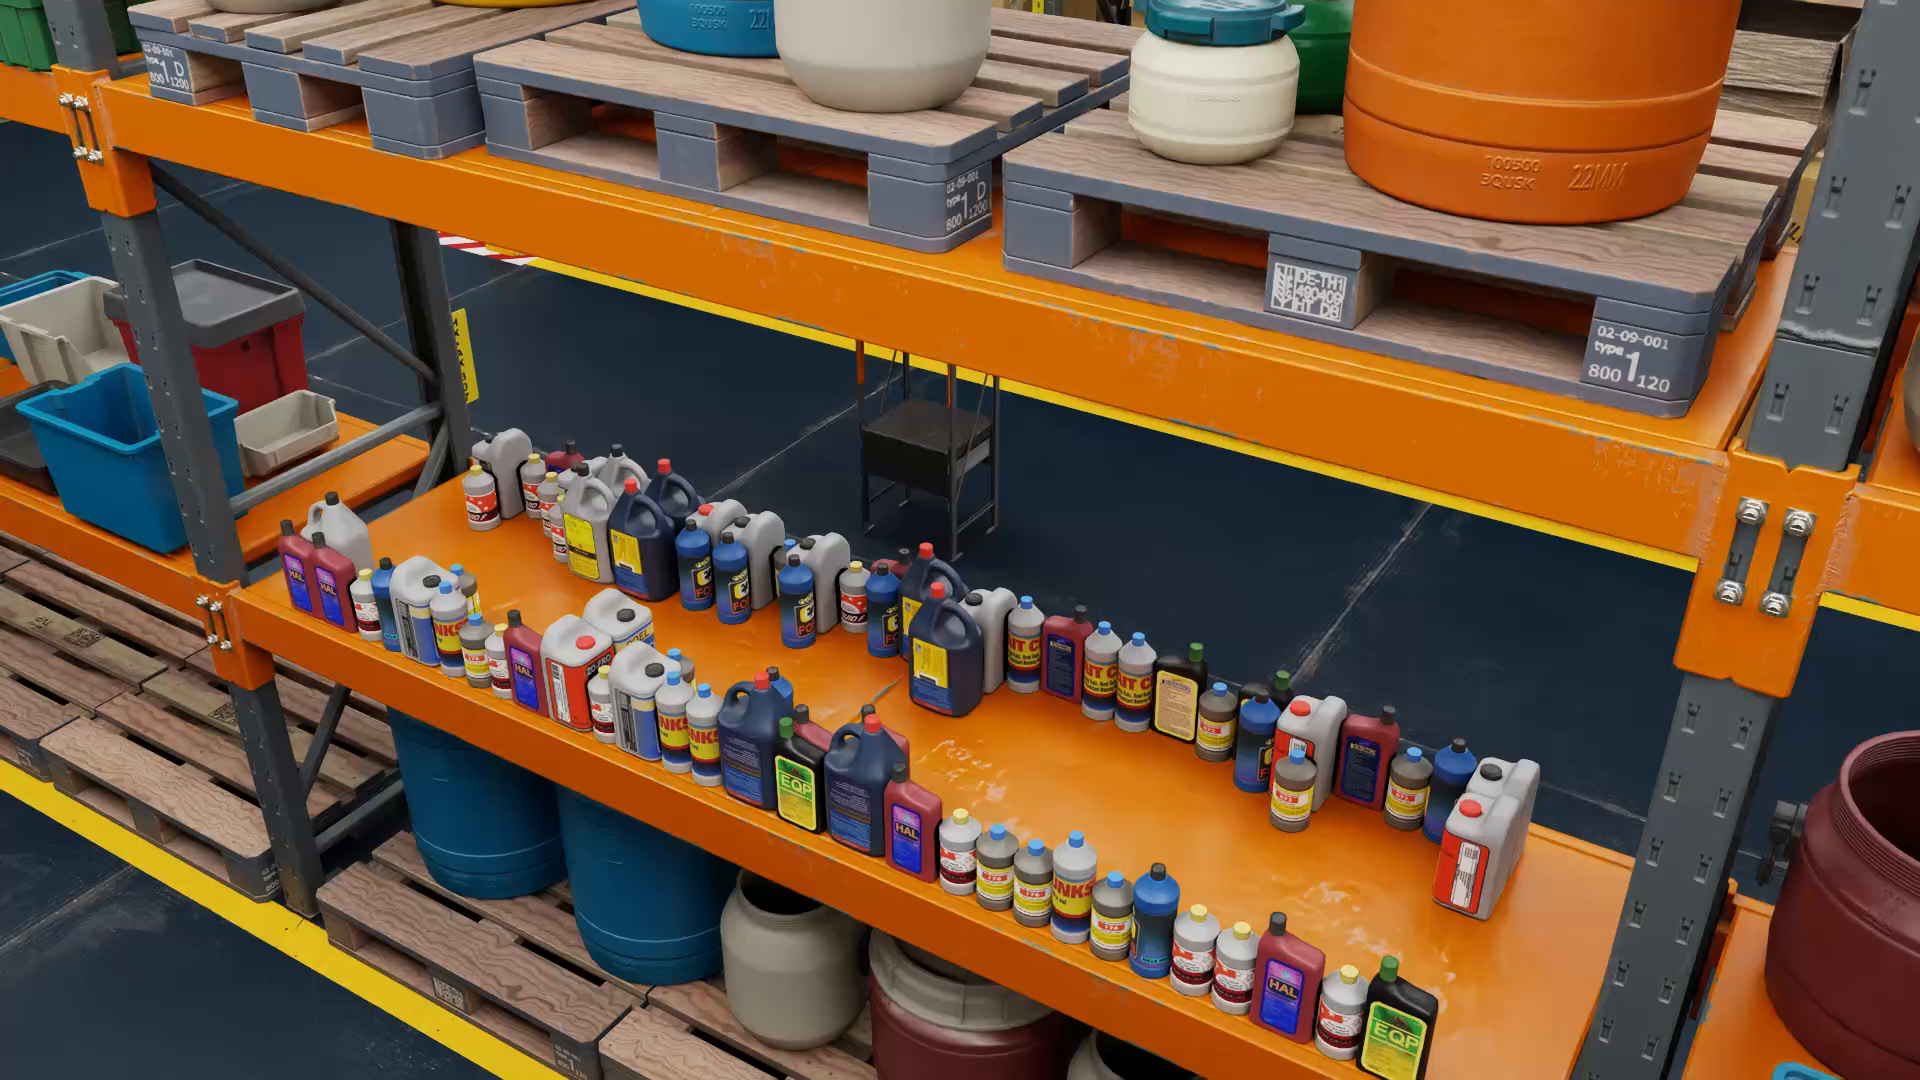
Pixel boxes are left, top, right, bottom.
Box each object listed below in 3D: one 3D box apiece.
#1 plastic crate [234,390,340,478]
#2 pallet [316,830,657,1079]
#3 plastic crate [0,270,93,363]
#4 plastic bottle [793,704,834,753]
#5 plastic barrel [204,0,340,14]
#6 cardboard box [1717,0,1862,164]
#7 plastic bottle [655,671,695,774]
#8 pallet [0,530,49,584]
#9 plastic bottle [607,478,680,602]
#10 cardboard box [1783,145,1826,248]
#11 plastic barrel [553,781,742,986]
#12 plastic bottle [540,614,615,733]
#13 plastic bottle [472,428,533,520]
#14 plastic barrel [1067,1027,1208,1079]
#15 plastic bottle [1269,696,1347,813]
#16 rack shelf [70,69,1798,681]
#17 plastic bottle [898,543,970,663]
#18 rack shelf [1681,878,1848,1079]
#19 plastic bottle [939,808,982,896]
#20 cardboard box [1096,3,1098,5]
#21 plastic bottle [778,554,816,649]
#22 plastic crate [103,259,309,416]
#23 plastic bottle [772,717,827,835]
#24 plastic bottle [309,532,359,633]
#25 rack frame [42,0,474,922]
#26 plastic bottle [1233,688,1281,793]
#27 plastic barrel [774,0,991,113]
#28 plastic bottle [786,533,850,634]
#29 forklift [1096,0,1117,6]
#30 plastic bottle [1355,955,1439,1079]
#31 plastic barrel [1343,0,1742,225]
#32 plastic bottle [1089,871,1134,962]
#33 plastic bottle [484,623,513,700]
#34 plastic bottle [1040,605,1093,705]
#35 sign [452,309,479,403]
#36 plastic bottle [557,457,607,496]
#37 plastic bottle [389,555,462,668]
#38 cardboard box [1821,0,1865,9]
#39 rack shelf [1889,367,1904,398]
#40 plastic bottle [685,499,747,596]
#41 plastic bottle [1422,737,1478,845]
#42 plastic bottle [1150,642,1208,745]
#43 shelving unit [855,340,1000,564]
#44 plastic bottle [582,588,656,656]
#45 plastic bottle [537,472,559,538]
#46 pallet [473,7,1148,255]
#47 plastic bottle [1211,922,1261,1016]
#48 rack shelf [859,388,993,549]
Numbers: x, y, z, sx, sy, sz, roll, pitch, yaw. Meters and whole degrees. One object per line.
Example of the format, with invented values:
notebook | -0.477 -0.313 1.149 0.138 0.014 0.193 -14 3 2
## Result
plastic crate | -2.275 -0.347 5.570 0.243 0.136 0.396 18 35 27
pallet | -1.325 1.180 5.518 1.213 0.211 1.003 18 35 27
plastic crate | -3.469 -0.834 6.309 0.300 0.233 0.416 18 35 27
plastic bottle | -0.343 0.529 3.982 0.133 0.283 0.061 18 35 27
plastic barrel | -1.644 -1.537 3.880 0.433 0.535 0.433 0 30 0
cardboard box | 3.454 -1.971 7.057 0.637 0.503 0.797 19 35 29
plastic bottle | -0.703 0.446 4.137 0.097 0.271 0.097 0 30 0
pallet | -4.667 0.121 7.333 1.213 0.211 1.003 18 35 27
plastic bottle | -0.924 -0.010 4.840 0.185 0.351 0.144 18 35 27
cardboard box | 3.515 -1.361 7.007 0.500 0.500 0.500 19 35 29
plastic barrel | -0.905 0.818 5.036 0.708 0.901 0.600 18 35 27
plastic bottle | -0.983 0.339 4.315 0.135 0.276 0.152 18 35 27
plastic bottle | -1.451 -0.228 5.287 0.135 0.276 0.152 18 35 27
plastic barrel | 0.482 1.479 4.291 0.421 0.512 0.421 0 30 0
plastic bottle | 0.845 0.498 4.043 0.135 0.276 0.152 18 35 27
rack shelf | -0.263 -0.698 3.708 4.000 0.370 1.077 18 35 27
plastic bottle | -0.071 0.174 4.524 0.185 0.351 0.144 18 35 27
rack shelf | 3.125 1.669 2.627 4.000 0.370 1.077 18 35 27
plastic bottle | 0.001 0.699 3.773 0.097 0.201 0.097 0 30 0
cardboard box | 1.064 -4.591 14.465 0.250 0.149 0.380 17 34 26
plastic bottle | -0.454 0.163 4.621 0.097 0.271 0.097 0 30 0
plastic crate | -2.579 -0.649 5.763 0.583 0.464 0.402 18 35 27
plastic bottle | -0.376 0.555 3.938 0.133 0.283 0.061 18 35 27
plastic bottle | -1.760 0.117 4.688 0.133 0.283 0.061 18 35 27
rack frame | -1.956 -0.249 5.201 0.127 3.000 1.000 18 35 27
plastic bottle | 0.729 0.483 4.073 0.097 0.271 0.097 0 30 0
plastic barrel | -0.150 -1.124 3.172 0.433 0.535 0.433 0 30 0
plastic bottle | -0.404 0.103 4.720 0.135 0.276 0.152 18 35 27
forklift | 0.770 -3.719 11.217 3.031 2.935 1.130 17 34 27
plastic bottle | 0.862 0.946 3.267 0.133 0.283 0.061 18 35 27
plastic barrel | 0.952 -0.994 2.657 0.708 0.830 0.600 18 35 27
plastic bottle | 0.331 0.803 3.594 0.097 0.201 0.097 0 30 0
plastic bottle | -1.208 0.316 4.429 0.097 0.201 0.097 0 30 0
plastic bottle | 0.282 0.290 4.392 0.133 0.283 0.061 18 35 27
sign | -1.662 -0.603 5.532 0.005 0.325 0.100 18 35 27
plastic bottle | -1.141 -0.130 5.120 0.135 0.276 0.152 18 35 27
plastic bottle | -1.457 0.189 4.573 0.135 0.276 0.152 18 35 27
cardboard box | 5.697 -3.526 10.650 0.250 0.149 0.380 18 35 28
rack shelf | 5.759 -0.445 6.250 4.000 0.370 1.077 18 35 27
plastic bottle | -0.714 0.005 4.888 0.135 0.276 0.152 18 35 27
plastic bottle | 1.153 0.581 3.905 0.097 0.271 0.097 0 30 0
plastic bottle | 0.560 0.378 4.242 0.133 0.283 0.061 18 35 27
shelving unit | -0.140 -0.951 7.297 0.503 2.100 0.431 18 35 27
plastic bottle | -0.902 0.274 4.427 0.135 0.276 0.152 18 35 27
plastic bottle | -1.257 -0.115 5.167 0.097 0.201 0.097 0 30 0
pallet | -0.278 -0.992 3.685 1.213 0.211 1.003 18 35 27
plastic bottle | 0.579 0.881 3.460 0.097 0.201 0.097 0 30 0
rack shelf | -0.140 -0.335 7.657 0.480 0.518 0.431 18 35 27
